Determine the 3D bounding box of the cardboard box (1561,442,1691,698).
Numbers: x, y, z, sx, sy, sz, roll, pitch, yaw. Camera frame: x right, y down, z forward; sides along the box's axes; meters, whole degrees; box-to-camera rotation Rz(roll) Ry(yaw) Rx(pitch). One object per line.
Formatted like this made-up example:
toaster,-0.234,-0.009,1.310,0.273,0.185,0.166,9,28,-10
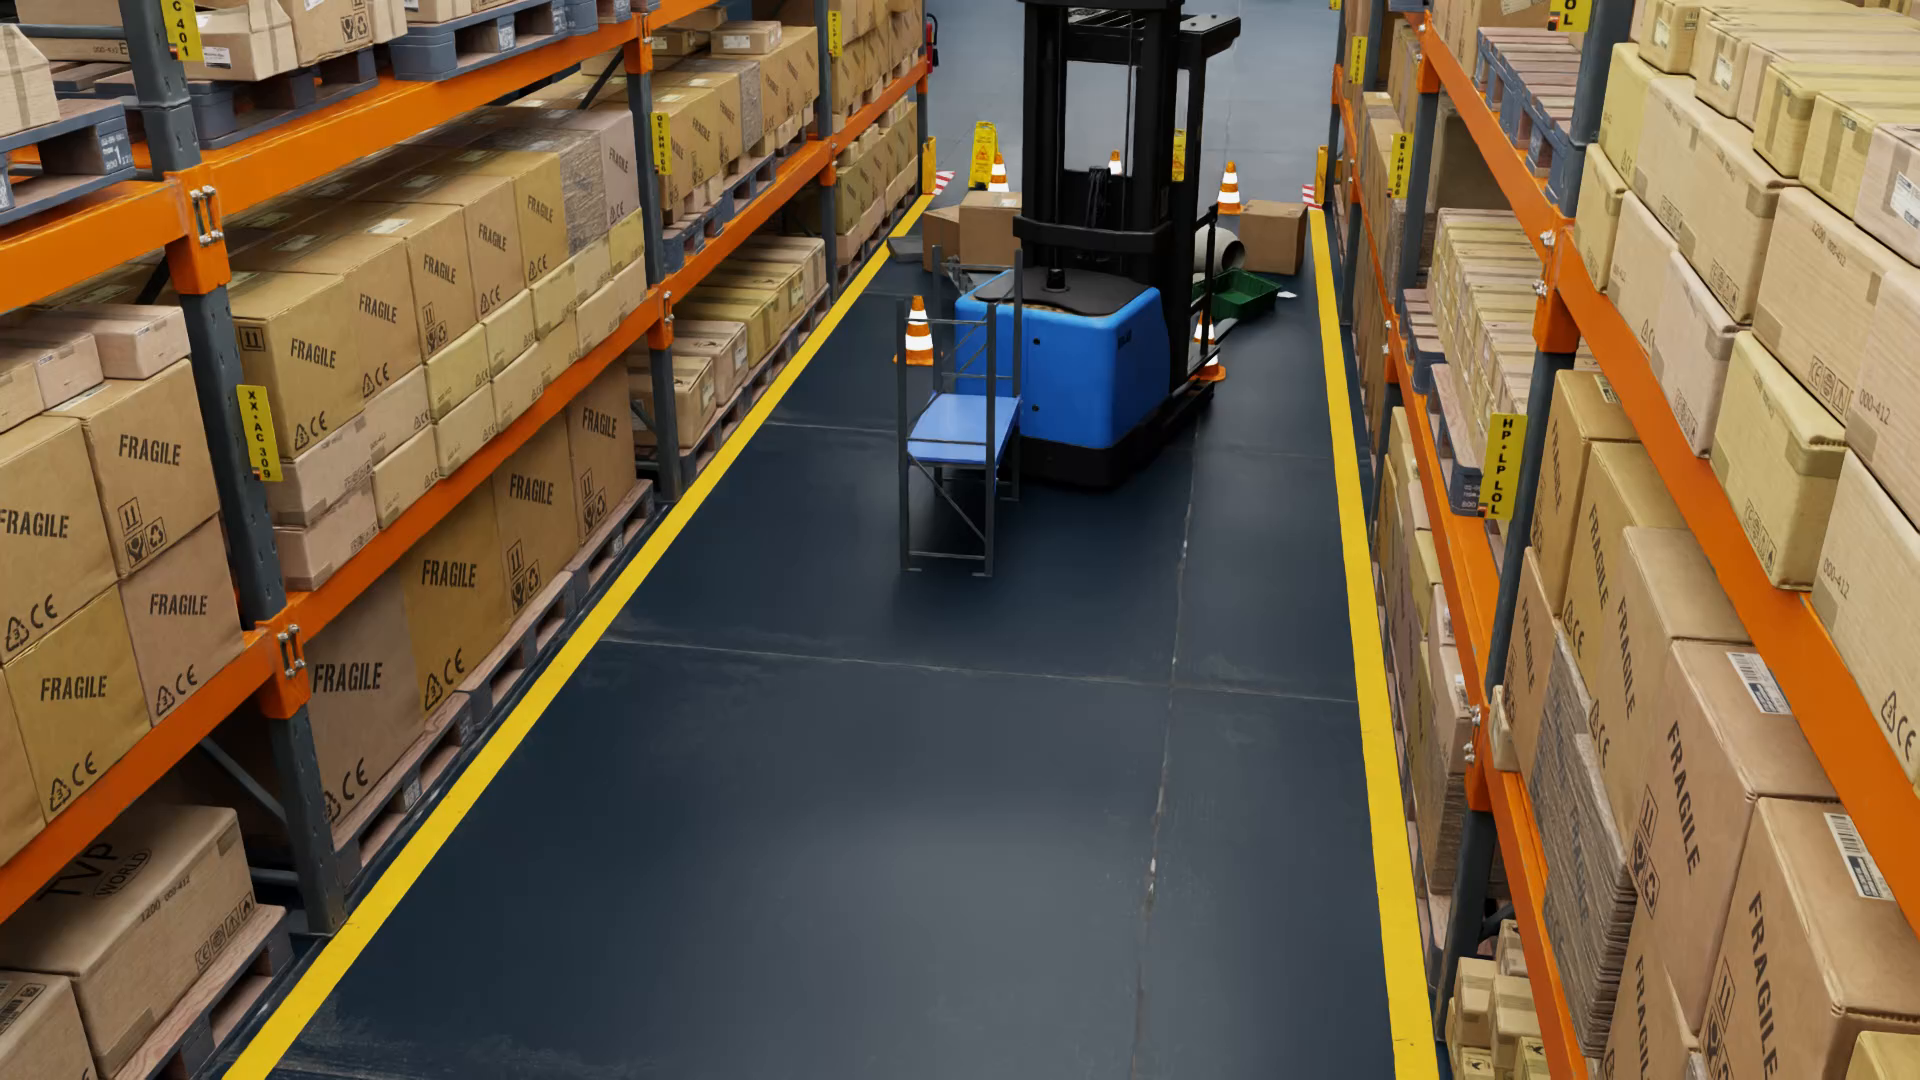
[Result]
cardboard box,1.727,0.108,3.833,0.500,0.500,0.500,3,25,7

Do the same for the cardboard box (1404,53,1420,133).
cardboard box,3.094,-2.647,10.070,0.700,0.500,0.500,4,25,8

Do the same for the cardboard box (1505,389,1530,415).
cardboard box,2.071,-0.396,5.658,0.380,0.149,0.250,3,25,7

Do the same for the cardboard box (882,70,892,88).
cardboard box,-0.818,-4.144,14.860,0.380,0.149,0.250,4,25,8

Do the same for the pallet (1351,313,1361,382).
pallet,3.366,-1.404,12.000,1.003,0.211,1.213,4,25,9

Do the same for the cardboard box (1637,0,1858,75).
cardboard box,1.747,-1.130,3.704,0.380,0.149,0.250,3,25,6

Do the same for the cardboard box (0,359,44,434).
cardboard box,-2.726,-0.384,4.470,0.380,0.149,0.250,4,25,9

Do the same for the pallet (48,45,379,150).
pallet,-2.688,-1.608,5.835,0.805,0.209,1.217,3,25,6

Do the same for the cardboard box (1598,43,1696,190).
cardboard box,1.795,-0.981,3.857,0.500,0.250,0.500,5,26,10

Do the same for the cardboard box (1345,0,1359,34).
cardboard box,3.749,-4.611,14.112,0.875,0.550,0.550,4,25,9

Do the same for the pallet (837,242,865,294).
pallet,-1.407,-2.316,13.948,1.003,0.211,1.213,4,25,9

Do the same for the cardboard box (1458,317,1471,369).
cardboard box,2.278,-0.806,6.884,0.380,0.149,0.250,4,25,8

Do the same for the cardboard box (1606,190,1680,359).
cardboard box,1.702,-0.554,3.534,0.500,0.250,0.500,4,25,8

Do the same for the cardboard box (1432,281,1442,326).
cardboard box,2.448,-1.113,7.890,0.380,0.149,0.250,5,26,11

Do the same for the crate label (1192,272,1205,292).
crate label,1.947,-2.089,13.551,0.298,0.136,0.250,-14,29,-27

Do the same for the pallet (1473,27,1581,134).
pallet,2.483,-1.607,5.828,1.213,0.211,1.003,4,25,9

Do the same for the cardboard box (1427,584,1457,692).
cardboard box,2.080,0.410,6.404,0.500,0.250,0.500,5,26,11

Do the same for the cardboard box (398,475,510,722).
cardboard box,-2.627,0.179,7.339,0.875,0.875,0.875,5,26,10

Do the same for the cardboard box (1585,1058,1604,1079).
cardboard box,1.574,1.115,3.626,0.380,0.149,0.250,5,26,11

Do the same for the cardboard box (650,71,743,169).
cardboard box,-1.675,-2.606,10.315,0.500,0.500,0.500,4,25,9

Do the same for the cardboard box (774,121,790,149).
cardboard box,-1.399,-2.811,11.519,0.380,0.149,0.250,4,25,9

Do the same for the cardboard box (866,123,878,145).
cardboard box,-0.916,-3.478,14.240,0.380,0.149,0.250,5,26,12

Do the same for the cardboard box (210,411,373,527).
cardboard box,-2.439,-0.272,5.881,0.500,0.250,0.500,3,25,7

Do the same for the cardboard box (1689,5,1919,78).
cardboard box,1.762,-1.021,3.472,0.380,0.149,0.250,4,25,8

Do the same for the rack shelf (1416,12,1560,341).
rack shelf,2.438,-1.518,6.265,1.077,0.370,4.000,4,25,9

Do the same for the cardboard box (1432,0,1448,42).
cardboard box,2.409,-2.505,7.408,0.500,0.500,0.500,4,25,9

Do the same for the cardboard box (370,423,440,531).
cardboard box,-2.374,-0.264,6.452,0.500,0.250,0.500,3,25,7

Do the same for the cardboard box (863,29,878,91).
cardboard box,-0.981,-4.061,13.918,0.500,0.500,0.500,4,25,8

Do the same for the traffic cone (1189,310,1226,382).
traffic cone,1.709,-1.389,11.673,0.336,0.463,0.334,4,25,9

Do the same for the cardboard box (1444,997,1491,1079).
cardboard box,1.734,1.582,5.199,0.380,0.149,0.250,3,25,6

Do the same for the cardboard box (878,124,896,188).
cardboard box,-0.873,-3.471,14.990,0.500,0.500,0.500,3,25,7

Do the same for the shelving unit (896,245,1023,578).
shelving unit,0.014,-0.715,9.008,0.538,1.500,1.048,4,25,9

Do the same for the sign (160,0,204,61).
sign,-2.241,-1.540,4.761,0.100,0.325,0.005,4,25,9

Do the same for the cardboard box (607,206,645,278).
cardboard box,-1.964,-1.561,8.633,0.500,0.250,0.500,4,25,8

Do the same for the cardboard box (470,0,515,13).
cardboard box,-2.137,-2.459,6.814,0.500,0.500,0.500,4,25,9

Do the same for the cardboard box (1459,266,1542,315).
cardboard box,2.326,-1.049,7.052,0.380,0.149,0.250,5,26,11

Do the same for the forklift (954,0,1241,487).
forklift,1.060,-2.231,10.559,1.130,2.935,3.031,12,28,24

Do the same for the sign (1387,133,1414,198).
sign,2.216,-1.883,8.369,0.100,0.325,0.005,4,25,9

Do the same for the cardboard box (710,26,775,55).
cardboard box,-1.456,-3.345,11.129,0.380,0.149,0.250,3,25,6

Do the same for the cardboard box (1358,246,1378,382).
cardboard box,3.244,-1.497,11.068,1.050,0.750,0.750,4,25,9

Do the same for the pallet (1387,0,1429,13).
pallet,2.817,-2.868,8.523,1.213,0.211,1.003,5,26,11

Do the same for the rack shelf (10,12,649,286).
rack shelf,-2.462,-1.819,6.908,1.077,0.370,4.000,4,25,9

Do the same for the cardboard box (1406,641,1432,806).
cardboard box,2.067,0.752,6.559,0.500,0.500,0.500,3,25,7

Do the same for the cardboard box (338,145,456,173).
cardboard box,-2.629,-1.508,7.636,0.500,0.500,0.500,5,25,10

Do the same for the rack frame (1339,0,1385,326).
rack frame,3.418,-2.995,12.110,1.000,3.000,0.127,4,25,9

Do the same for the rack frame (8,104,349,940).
rack frame,-2.789,0.050,5.604,1.000,3.000,0.127,4,25,9

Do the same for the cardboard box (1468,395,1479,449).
cardboard box,2.190,-0.450,6.474,0.380,0.149,0.250,5,26,11

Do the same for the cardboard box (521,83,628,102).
cardboard box,-2.262,-2.419,9.916,0.500,0.500,0.500,4,25,8

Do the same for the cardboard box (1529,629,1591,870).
cardboard box,1.707,0.568,4.029,0.500,0.500,0.500,4,25,9

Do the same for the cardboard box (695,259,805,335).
cardboard box,-1.679,-1.775,12.108,0.950,0.372,0.625,6,26,12

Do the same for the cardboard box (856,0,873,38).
cardboard box,-1.091,-4.309,13.270,0.700,0.500,0.500,4,25,9

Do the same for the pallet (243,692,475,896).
pallet,-2.737,0.985,6.896,1.003,0.211,1.213,4,25,9

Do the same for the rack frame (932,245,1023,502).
rack frame,0.097,-0.928,9.462,0.500,1.500,0.032,4,25,9

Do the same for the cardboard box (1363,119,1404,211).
cardboard box,2.901,-2.419,10.761,0.500,0.500,0.500,4,25,8

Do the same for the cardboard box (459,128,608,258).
cardboard box,-2.038,-1.671,7.984,0.500,0.500,0.500,4,25,9

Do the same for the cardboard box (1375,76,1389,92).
cardboard box,3.467,-3.218,12.409,0.875,0.550,0.550,4,25,9

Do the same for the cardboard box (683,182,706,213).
cardboard box,-1.729,-2.049,9.890,0.380,0.149,0.250,2,25,5

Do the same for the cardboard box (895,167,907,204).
cardboard box,-0.787,-3.340,15.596,0.500,0.250,0.500,4,25,9
